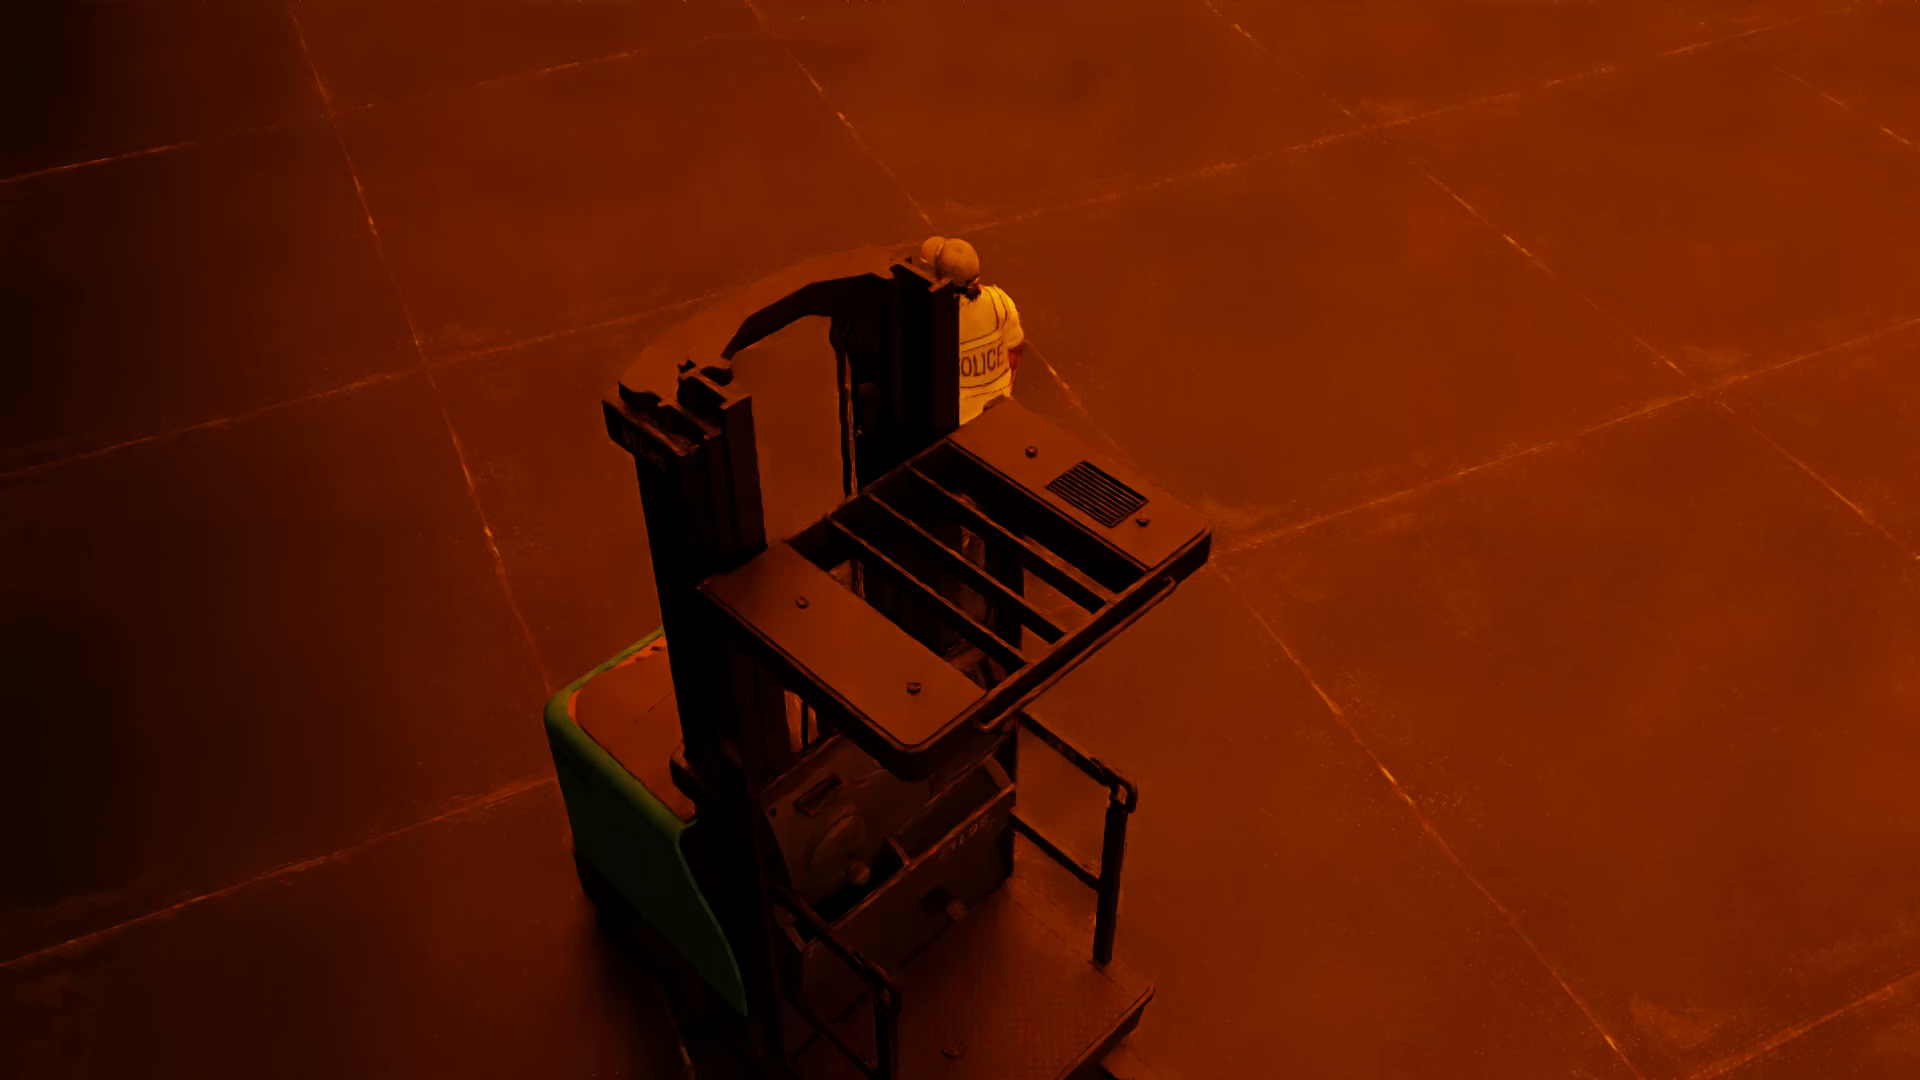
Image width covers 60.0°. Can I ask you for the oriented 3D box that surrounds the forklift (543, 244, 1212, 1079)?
[{"bbox_3d":[-0.047,0.749,4.878,1.130,2.935,3.031,-34,53,-31],"label":"forklift"}]

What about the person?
[{"bbox_3d":[-0.012,-0.669,7.312,0.598,1.669,0.529,-18,46,-18],"label":"person"}]
